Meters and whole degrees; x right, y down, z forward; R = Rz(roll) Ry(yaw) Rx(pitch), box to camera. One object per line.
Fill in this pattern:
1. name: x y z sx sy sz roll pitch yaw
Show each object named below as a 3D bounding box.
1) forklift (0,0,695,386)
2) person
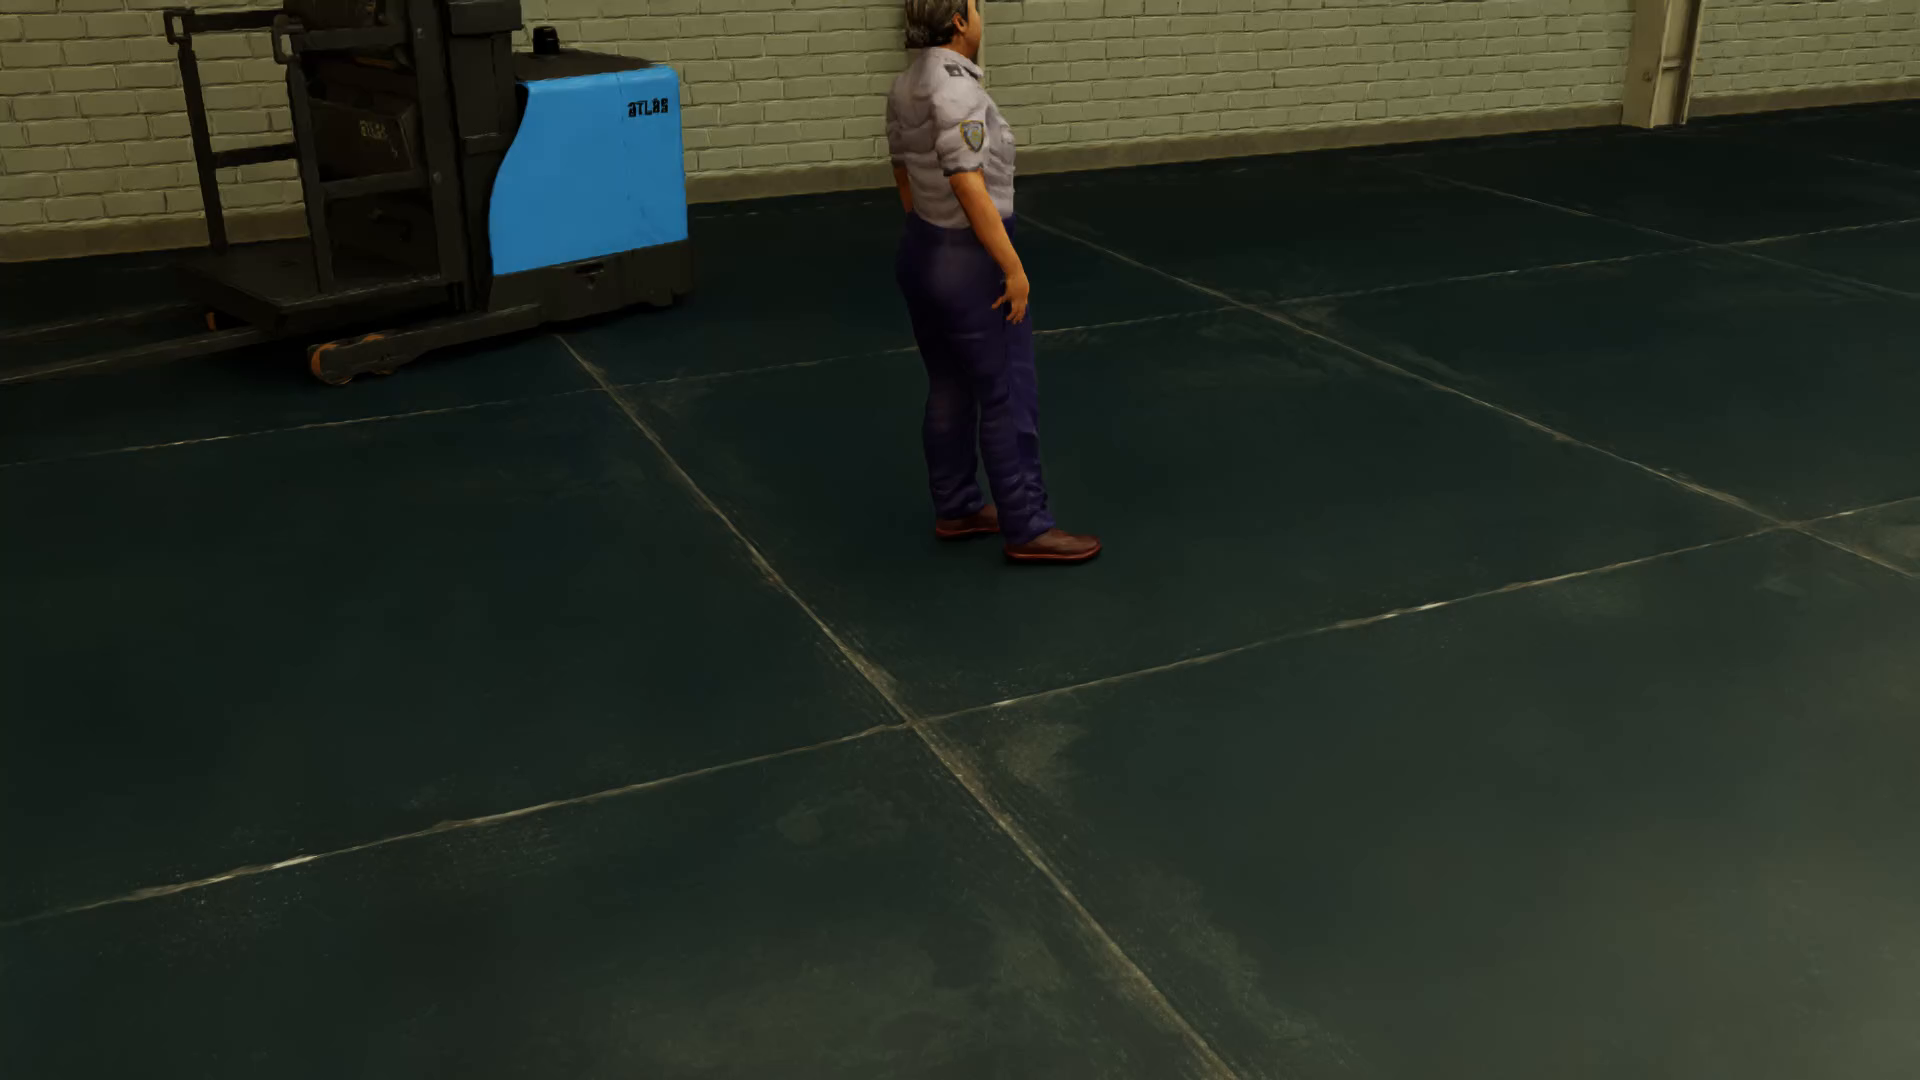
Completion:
1. forklift: -2.629 -2.186 6.548 1.130 2.935 3.031 21 30 41
2. person: 0.091 -0.770 4.806 0.502 1.640 0.599 -10 25 -23
